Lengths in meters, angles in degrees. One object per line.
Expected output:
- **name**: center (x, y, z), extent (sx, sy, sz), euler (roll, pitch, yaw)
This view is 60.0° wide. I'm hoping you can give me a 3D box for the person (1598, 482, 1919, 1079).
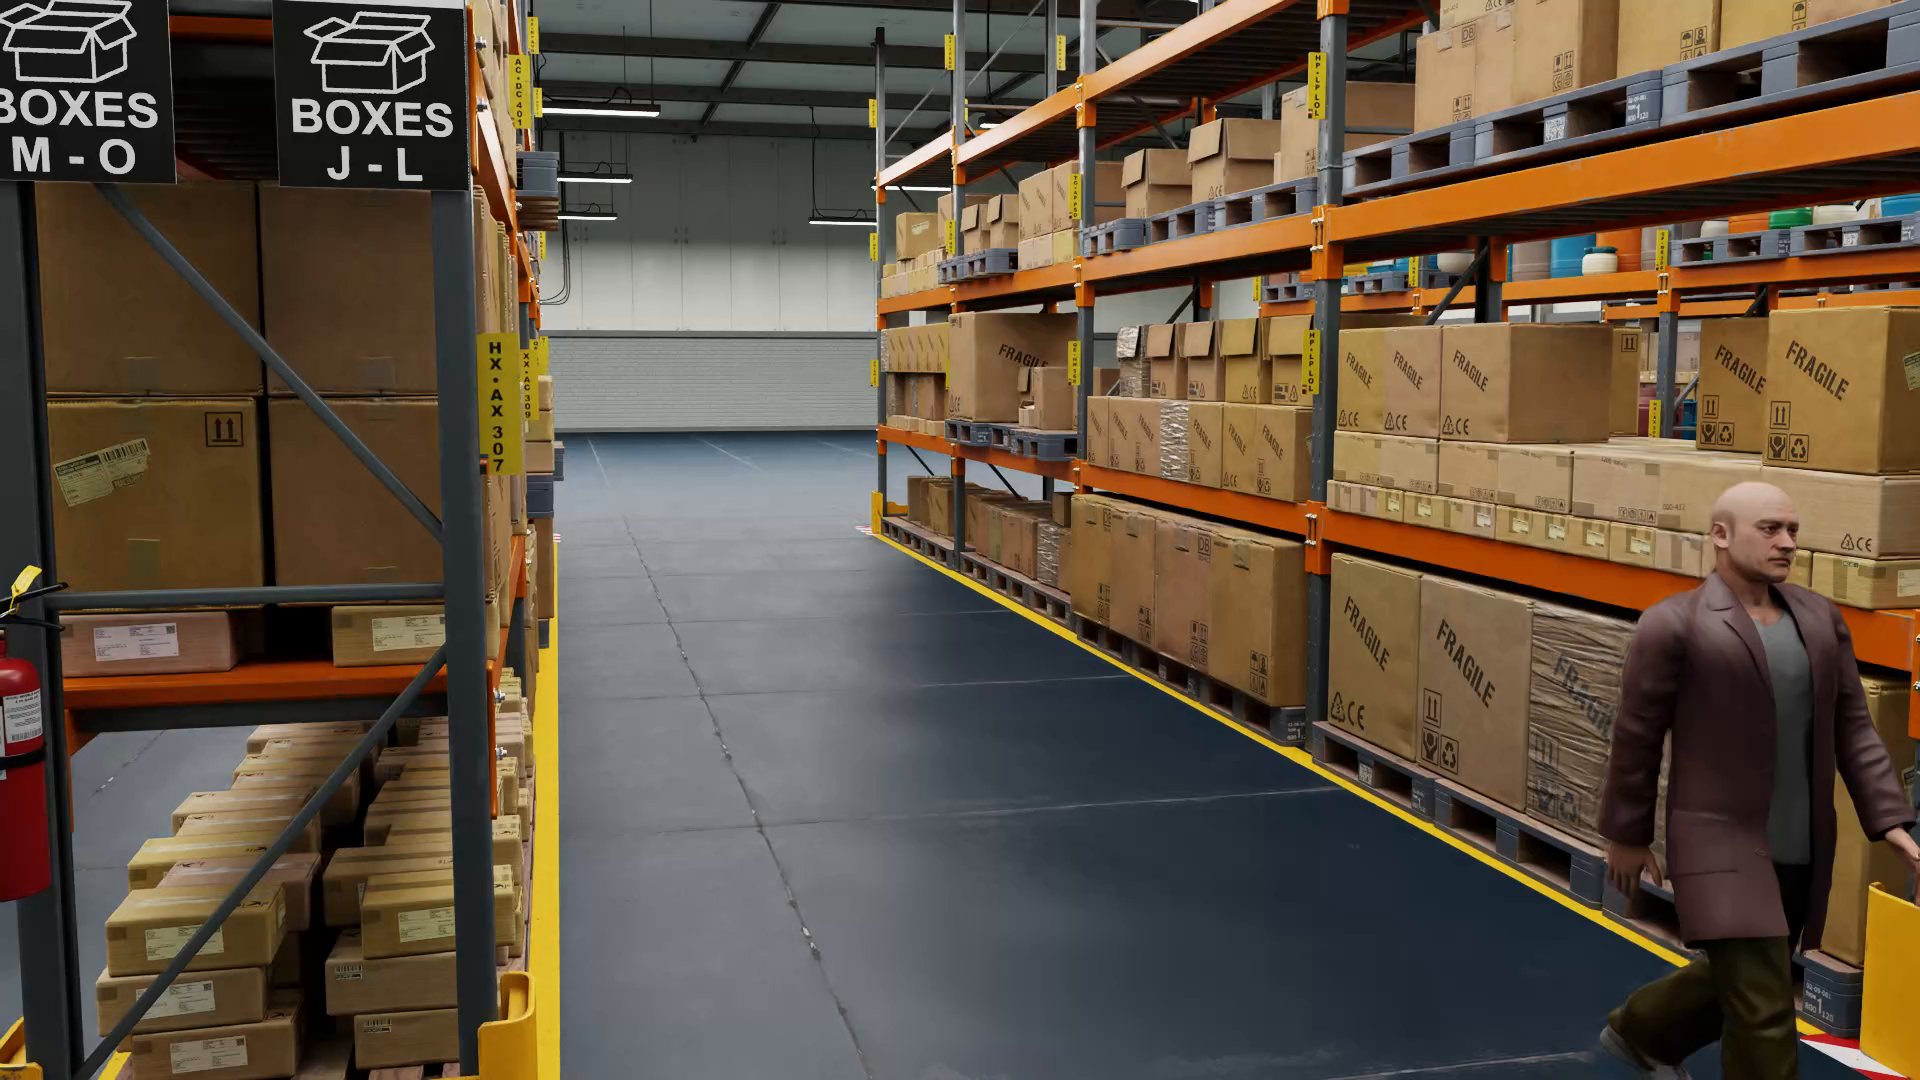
- **person**: center (1.925, 0.726, 4.034), extent (0.603, 1.734, 1.102), euler (-2, 6, -15)
